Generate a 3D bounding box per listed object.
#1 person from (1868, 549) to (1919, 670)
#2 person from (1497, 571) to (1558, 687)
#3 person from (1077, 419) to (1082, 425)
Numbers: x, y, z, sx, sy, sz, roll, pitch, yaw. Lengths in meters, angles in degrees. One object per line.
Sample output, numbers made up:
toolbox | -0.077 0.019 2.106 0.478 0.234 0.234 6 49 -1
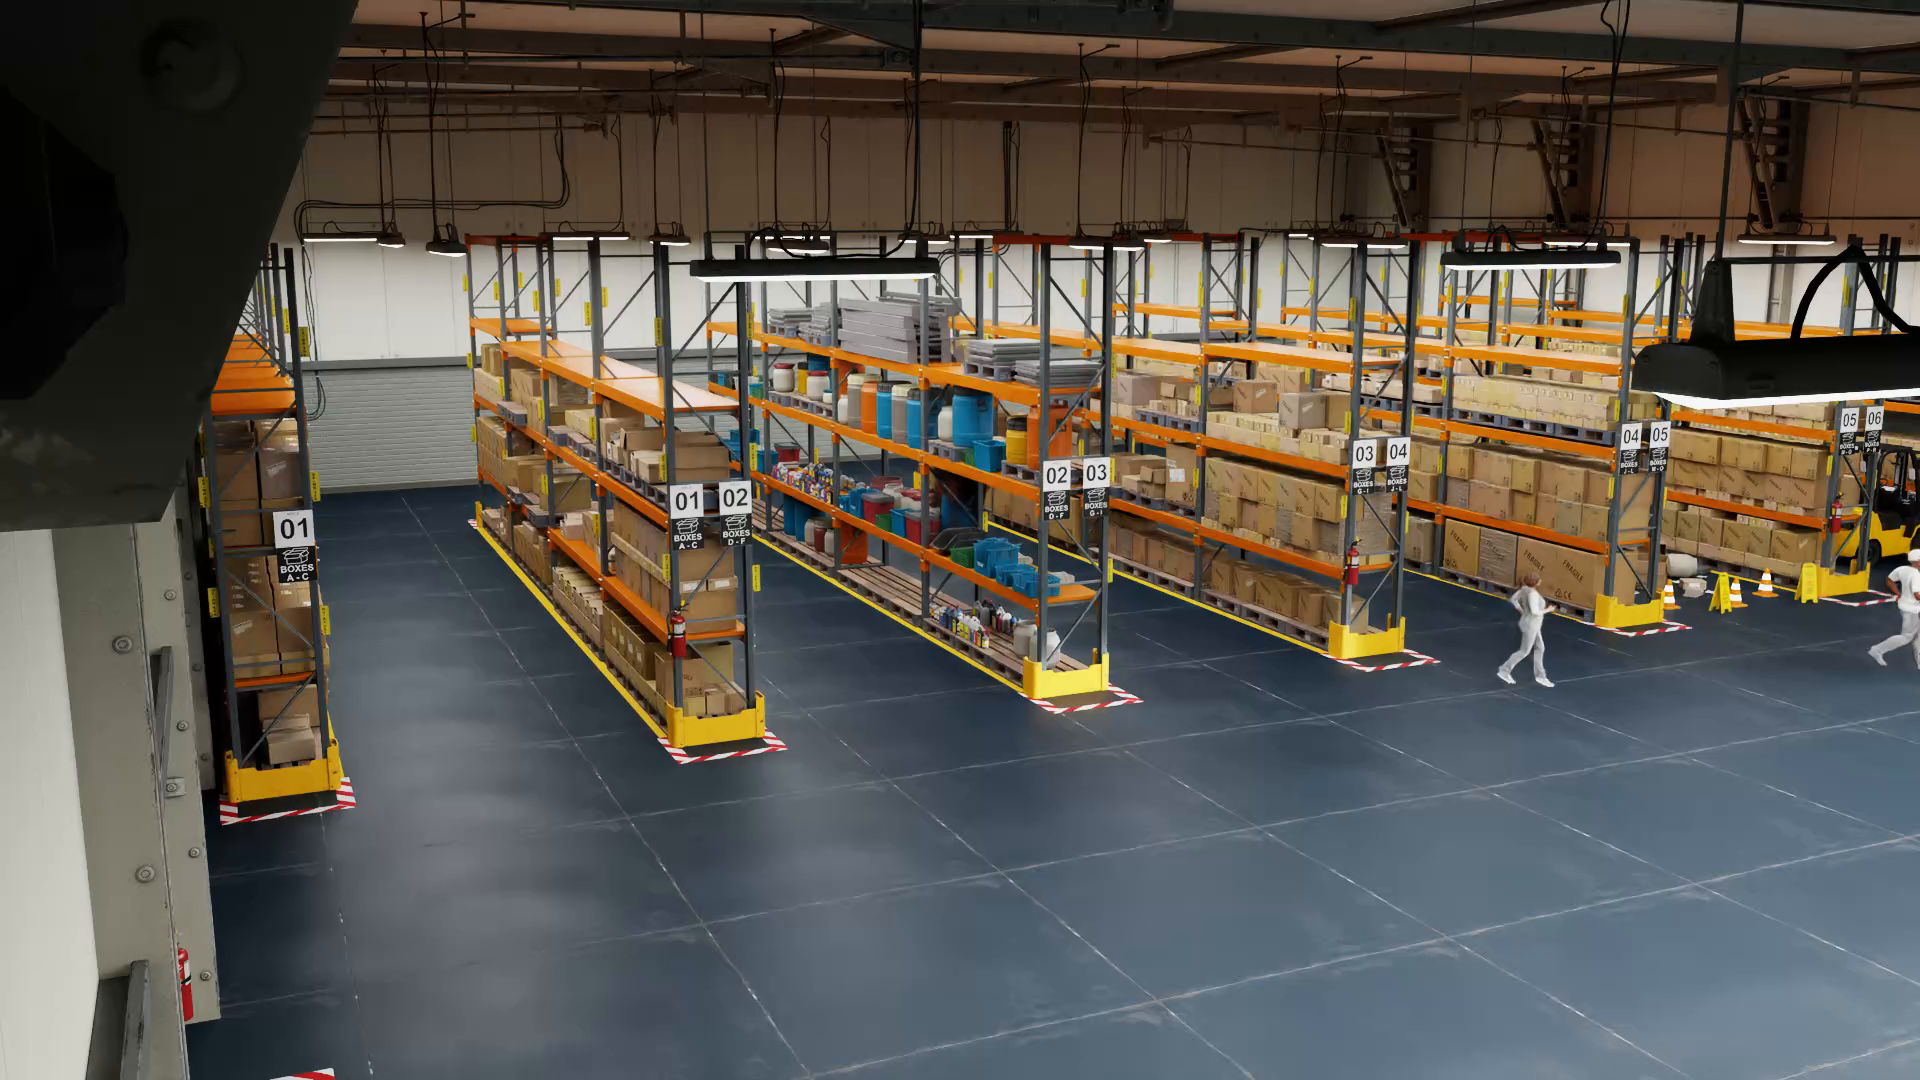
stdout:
person | 13.314 0.996 23.290 0.980 1.766 0.703 3 11 14
person | 7.719 1.213 22.561 0.770 1.622 0.522 2 11 11
person | 2.789 -2.007 39.097 0.712 1.668 0.815 -3 11 -14
